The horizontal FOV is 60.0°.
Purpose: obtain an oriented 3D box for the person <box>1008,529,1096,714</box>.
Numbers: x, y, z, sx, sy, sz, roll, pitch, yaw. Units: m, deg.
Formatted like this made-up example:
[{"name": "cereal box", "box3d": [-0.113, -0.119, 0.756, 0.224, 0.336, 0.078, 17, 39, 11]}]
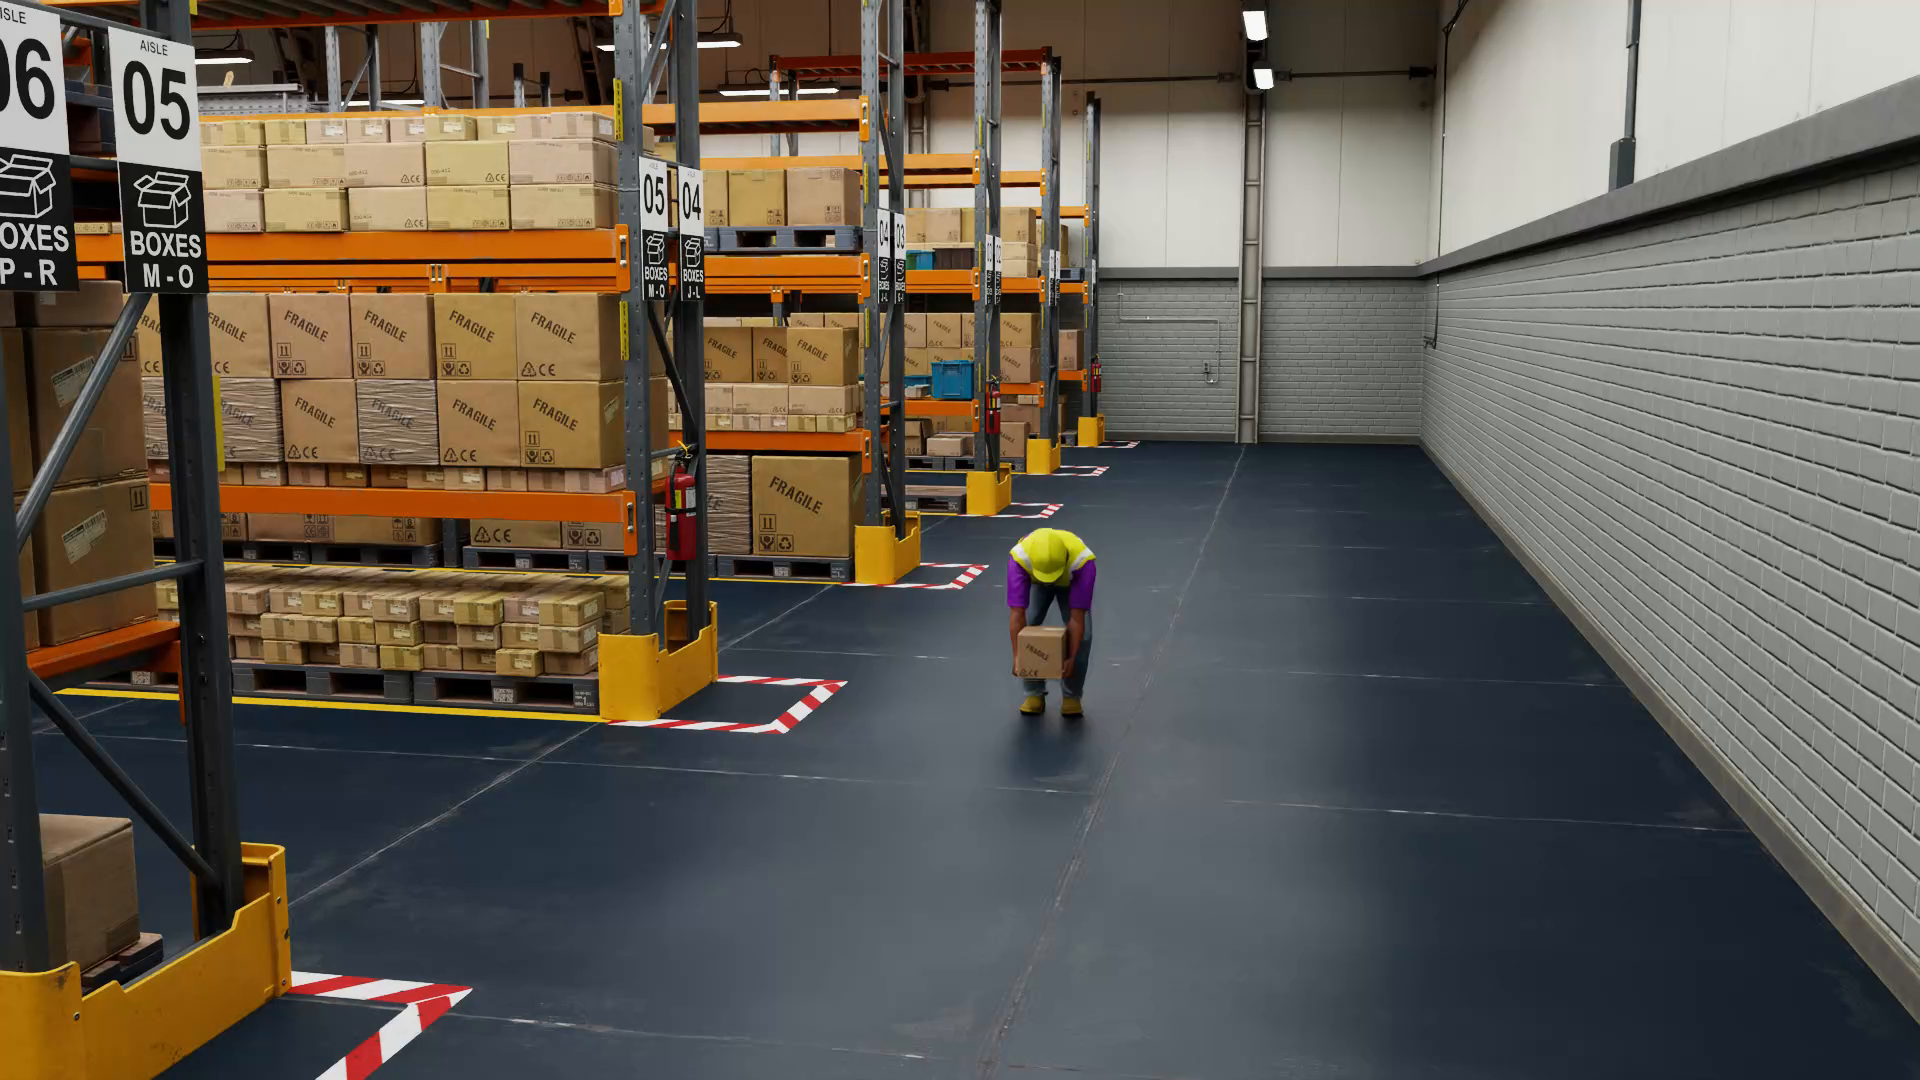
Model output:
[{"name": "person", "box3d": [0.540, 0.466, 9.631, 0.504, 1.142, 0.960, 1, 8, 8]}]
